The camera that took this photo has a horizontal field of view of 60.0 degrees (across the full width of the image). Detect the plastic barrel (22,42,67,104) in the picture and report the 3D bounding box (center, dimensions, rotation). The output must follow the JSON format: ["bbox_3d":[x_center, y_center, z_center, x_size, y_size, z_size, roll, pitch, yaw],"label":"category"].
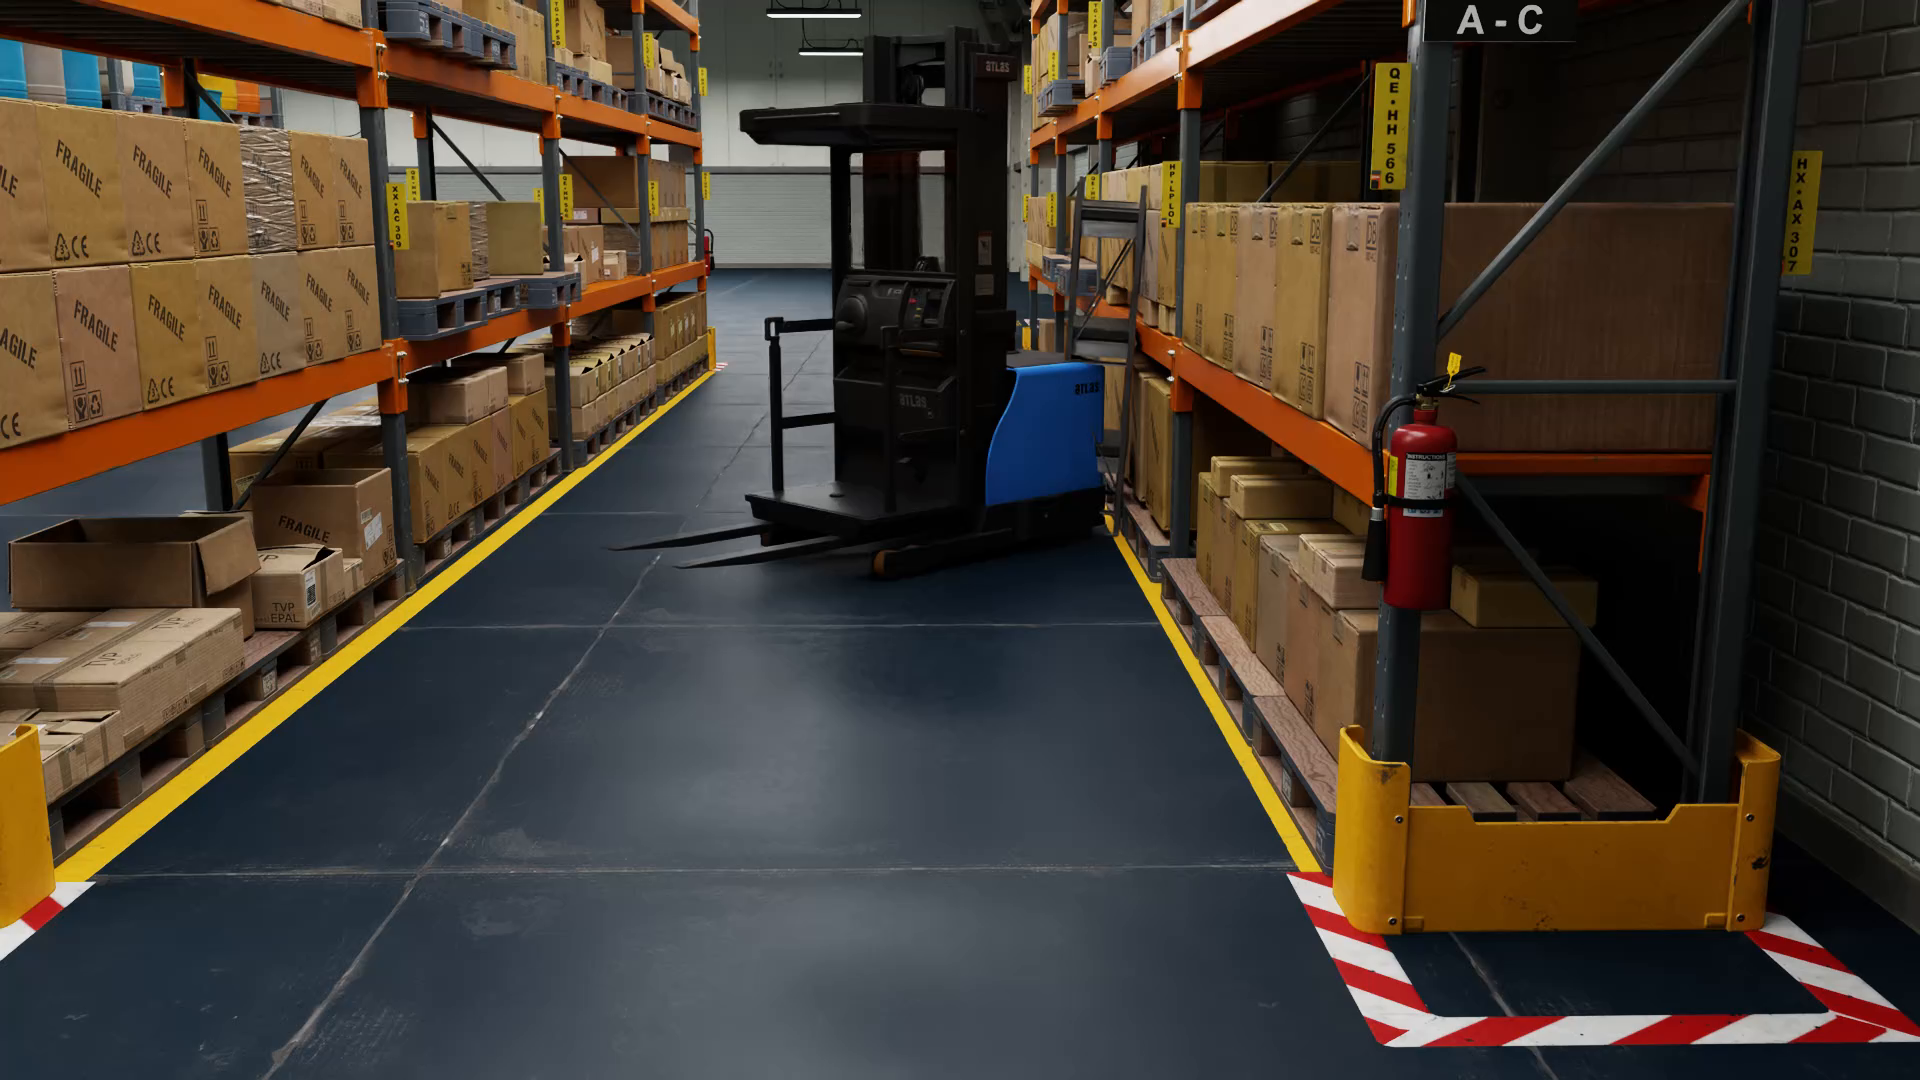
[{"bbox_3d":[-8.225,-4.241,14.614,0.600,0.901,0.600,0,11,0],"label":"plastic barrel"}]

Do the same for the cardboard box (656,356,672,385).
[{"bbox_3d":[-3.220,-1.727,16.885,0.500,0.250,0.500,0,11,-1],"label":"cardboard box"}]

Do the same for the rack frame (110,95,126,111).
[{"bbox_3d":[-8.466,-2.755,16.096,1.000,3.000,0.127,0,11,-1],"label":"rack frame"}]

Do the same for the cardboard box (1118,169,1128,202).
[{"bbox_3d":[1.300,-2.276,10.795,0.500,0.250,0.500,0,11,-1],"label":"cardboard box"}]

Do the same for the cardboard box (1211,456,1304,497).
[{"bbox_3d":[1.342,-0.287,7.527,0.380,0.149,0.250,0,11,1],"label":"cardboard box"}]

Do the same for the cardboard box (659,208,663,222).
[{"bbox_3d":[-3.356,-3.452,17.648,0.380,0.149,0.250,-1,11,-3],"label":"cardboard box"}]

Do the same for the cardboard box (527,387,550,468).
[{"bbox_3d":[-3.177,-0.785,11.567,0.500,0.500,0.500,0,11,1],"label":"cardboard box"}]

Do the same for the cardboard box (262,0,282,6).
[{"bbox_3d":[-3.053,-2.287,6.620,0.500,0.250,0.500,0,11,-1],"label":"cardboard box"}]

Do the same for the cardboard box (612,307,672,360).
[{"bbox_3d":[-3.210,-2.094,16.811,0.500,0.500,0.500,0,11,-1],"label":"cardboard box"}]

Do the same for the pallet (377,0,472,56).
[{"bbox_3d":[-3.291,-2.693,8.715,1.213,0.211,1.003,0,11,-1],"label":"pallet"}]

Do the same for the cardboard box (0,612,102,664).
[{"bbox_3d":[-3.513,0.446,6.124,0.500,0.250,0.500,0,11,-1],"label":"cardboard box"}]

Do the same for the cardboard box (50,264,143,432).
[{"bbox_3d":[-3.027,-0.630,5.371,0.500,0.500,0.500,0,11,-2],"label":"cardboard box"}]

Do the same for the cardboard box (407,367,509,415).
[{"bbox_3d":[-3.146,-0.938,10.435,0.500,0.250,0.500,0,11,-2],"label":"cardboard box"}]

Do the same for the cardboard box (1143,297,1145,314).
[{"bbox_3d":[1.338,-1.464,10.313,0.380,0.149,0.250,0,11,1],"label":"cardboard box"}]

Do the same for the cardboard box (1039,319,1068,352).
[{"bbox_3d":[1.258,-2.184,18.463,0.700,0.500,0.500,-1,12,-5],"label":"cardboard box"}]

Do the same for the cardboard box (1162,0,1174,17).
[{"bbox_3d":[1.651,-3.424,10.491,0.700,0.500,0.500,0,11,2],"label":"cardboard box"}]

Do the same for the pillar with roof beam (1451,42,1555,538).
[{"bbox_3d":[-1.820,-3.993,7.106,9.100,9.000,0.400,0,11,-1],"label":"pillar with roof beam"}]

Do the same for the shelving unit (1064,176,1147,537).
[{"bbox_3d":[0.845,-1.111,10.095,0.431,2.100,0.503,4,16,4],"label":"shelving unit"}]

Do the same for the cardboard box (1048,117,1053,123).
[{"bbox_3d":[1.184,-4.525,16.972,0.500,0.500,0.500,-1,12,-6],"label":"cardboard box"}]

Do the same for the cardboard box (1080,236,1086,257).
[{"bbox_3d":[1.420,-2.848,15.196,0.700,0.500,0.500,1,12,5],"label":"cardboard box"}]

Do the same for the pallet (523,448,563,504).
[{"bbox_3d":[-3.453,-0.465,11.819,1.003,0.211,1.213,0,11,-1],"label":"pallet"}]

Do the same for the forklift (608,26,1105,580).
[{"bbox_3d":[-0.525,-1.337,9.276,3.031,2.935,1.130,-11,16,-43],"label":"forklift"}]

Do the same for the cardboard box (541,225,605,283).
[{"bbox_3d":[-3.503,-2.567,14.914,0.500,0.500,0.500,1,11,3],"label":"cardboard box"}]

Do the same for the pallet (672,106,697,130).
[{"bbox_3d":[-3.607,-4.856,19.130,1.003,0.211,1.213,0,11,-1],"label":"pallet"}]

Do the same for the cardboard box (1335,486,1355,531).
[{"bbox_3d":[1.743,-0.126,6.737,0.380,0.149,0.250,0,11,-2],"label":"cardboard box"}]

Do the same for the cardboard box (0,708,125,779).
[{"bbox_3d":[-2.936,0.649,5.335,0.380,0.166,0.250,0,11,-1],"label":"cardboard box"}]

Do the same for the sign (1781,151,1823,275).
[{"bbox_3d":[2.242,-0.875,4.450,0.100,0.325,0.005,0,11,-1],"label":"sign"}]

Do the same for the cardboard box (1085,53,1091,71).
[{"bbox_3d":[1.383,-4.197,14.825,0.500,0.311,0.500,0,11,1],"label":"cardboard box"}]

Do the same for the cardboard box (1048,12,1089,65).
[{"bbox_3d":[1.158,-4.913,16.373,0.500,0.500,0.500,-1,12,-6],"label":"cardboard box"}]

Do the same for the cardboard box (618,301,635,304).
[{"bbox_3d":[-3.754,-2.291,17.780,0.500,0.500,0.500,0,11,-1],"label":"cardboard box"}]

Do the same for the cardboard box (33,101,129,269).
[{"bbox_3d":[-3.029,-1.122,5.278,0.500,0.500,0.500,0,11,-1],"label":"cardboard box"}]

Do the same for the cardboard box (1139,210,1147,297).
[{"bbox_3d":[1.321,-1.702,9.856,0.500,0.500,0.500,0,11,-1],"label":"cardboard box"}]

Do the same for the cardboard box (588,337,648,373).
[{"bbox_3d":[-3.201,-1.725,15.468,0.500,0.311,0.500,0,11,0],"label":"cardboard box"}]

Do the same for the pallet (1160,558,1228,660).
[{"bbox_3d":[1.542,0.312,7.989,1.003,0.211,1.213,0,11,-1],"label":"pallet"}]

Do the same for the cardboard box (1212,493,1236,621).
[{"bbox_3d":[1.525,0.062,7.438,0.700,0.500,0.500,0,11,-2],"label":"cardboard box"}]

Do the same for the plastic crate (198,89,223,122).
[{"bbox_3d":[-8.208,-4.635,17.857,0.392,0.384,0.575,0,11,-1],"label":"plastic crate"}]

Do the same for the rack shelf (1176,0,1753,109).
[{"bbox_3d":[1.646,-1.926,6.272,1.077,0.370,4.000,0,11,-1],"label":"rack shelf"}]

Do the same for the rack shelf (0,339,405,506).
[{"bbox_3d":[-3.307,-0.435,6.466,1.077,0.370,4.000,0,11,-1],"label":"rack shelf"}]

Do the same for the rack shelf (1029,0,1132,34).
[{"bbox_3d":[1.398,-5.780,17.732,1.077,0.370,4.000,0,11,-1],"label":"rack shelf"}]

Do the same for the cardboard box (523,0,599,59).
[{"bbox_3d":[-3.505,-4.509,14.631,0.500,0.500,0.500,1,12,4],"label":"cardboard box"}]

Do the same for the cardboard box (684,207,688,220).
[{"bbox_3d":[-3.391,-3.810,19.411,0.380,0.149,0.250,0,11,0],"label":"cardboard box"}]

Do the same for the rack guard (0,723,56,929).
[{"bbox_3d":[-3.267,0.820,4.758,1.175,0.500,0.348,0,11,-1],"label":"rack guard"}]

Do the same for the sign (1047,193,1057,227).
[{"bbox_3d":[0.897,-3.217,16.192,0.100,0.325,0.005,0,11,-1],"label":"sign"}]

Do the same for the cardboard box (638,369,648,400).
[{"bbox_3d":[-3.206,-1.451,15.529,0.500,0.250,0.500,0,11,-2],"label":"cardboard box"}]

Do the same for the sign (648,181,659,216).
[{"bbox_3d":[-2.971,-3.308,16.106,0.100,0.325,0.005,0,11,-1],"label":"sign"}]

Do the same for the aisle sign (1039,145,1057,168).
[{"bbox_3d":[1.055,-4.878,20.022,0.394,0.787,0.004,0,11,-1],"label":"aisle sign"}]

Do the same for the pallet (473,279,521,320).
[{"bbox_3d":[-3.386,-1.499,10.387,1.003,0.211,1.213,0,11,-1],"label":"pallet"}]

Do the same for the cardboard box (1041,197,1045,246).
[{"bbox_3d":[1.104,-3.292,17.181,0.500,0.500,0.500,0,11,-1],"label":"cardboard box"}]

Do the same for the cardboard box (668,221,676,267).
[{"bbox_3d":[-3.579,-3.323,18.644,0.700,0.500,0.500,0,11,-1],"label":"cardboard box"}]

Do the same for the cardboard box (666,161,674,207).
[{"bbox_3d":[-3.571,-3.947,18.455,0.700,0.500,0.500,0,11,-1],"label":"cardboard box"}]

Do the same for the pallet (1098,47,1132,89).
[{"bbox_3d":[1.588,-3.251,11.468,1.213,0.211,1.003,0,11,1],"label":"pallet"}]

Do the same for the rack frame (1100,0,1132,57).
[{"bbox_3d":[1.522,-4.941,11.781,1.000,3.000,0.127,0,11,-1],"label":"rack frame"}]

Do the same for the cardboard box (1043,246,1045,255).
[{"bbox_3d":[1.124,-2.924,17.256,0.500,0.250,0.500,0,11,-1],"label":"cardboard box"}]
